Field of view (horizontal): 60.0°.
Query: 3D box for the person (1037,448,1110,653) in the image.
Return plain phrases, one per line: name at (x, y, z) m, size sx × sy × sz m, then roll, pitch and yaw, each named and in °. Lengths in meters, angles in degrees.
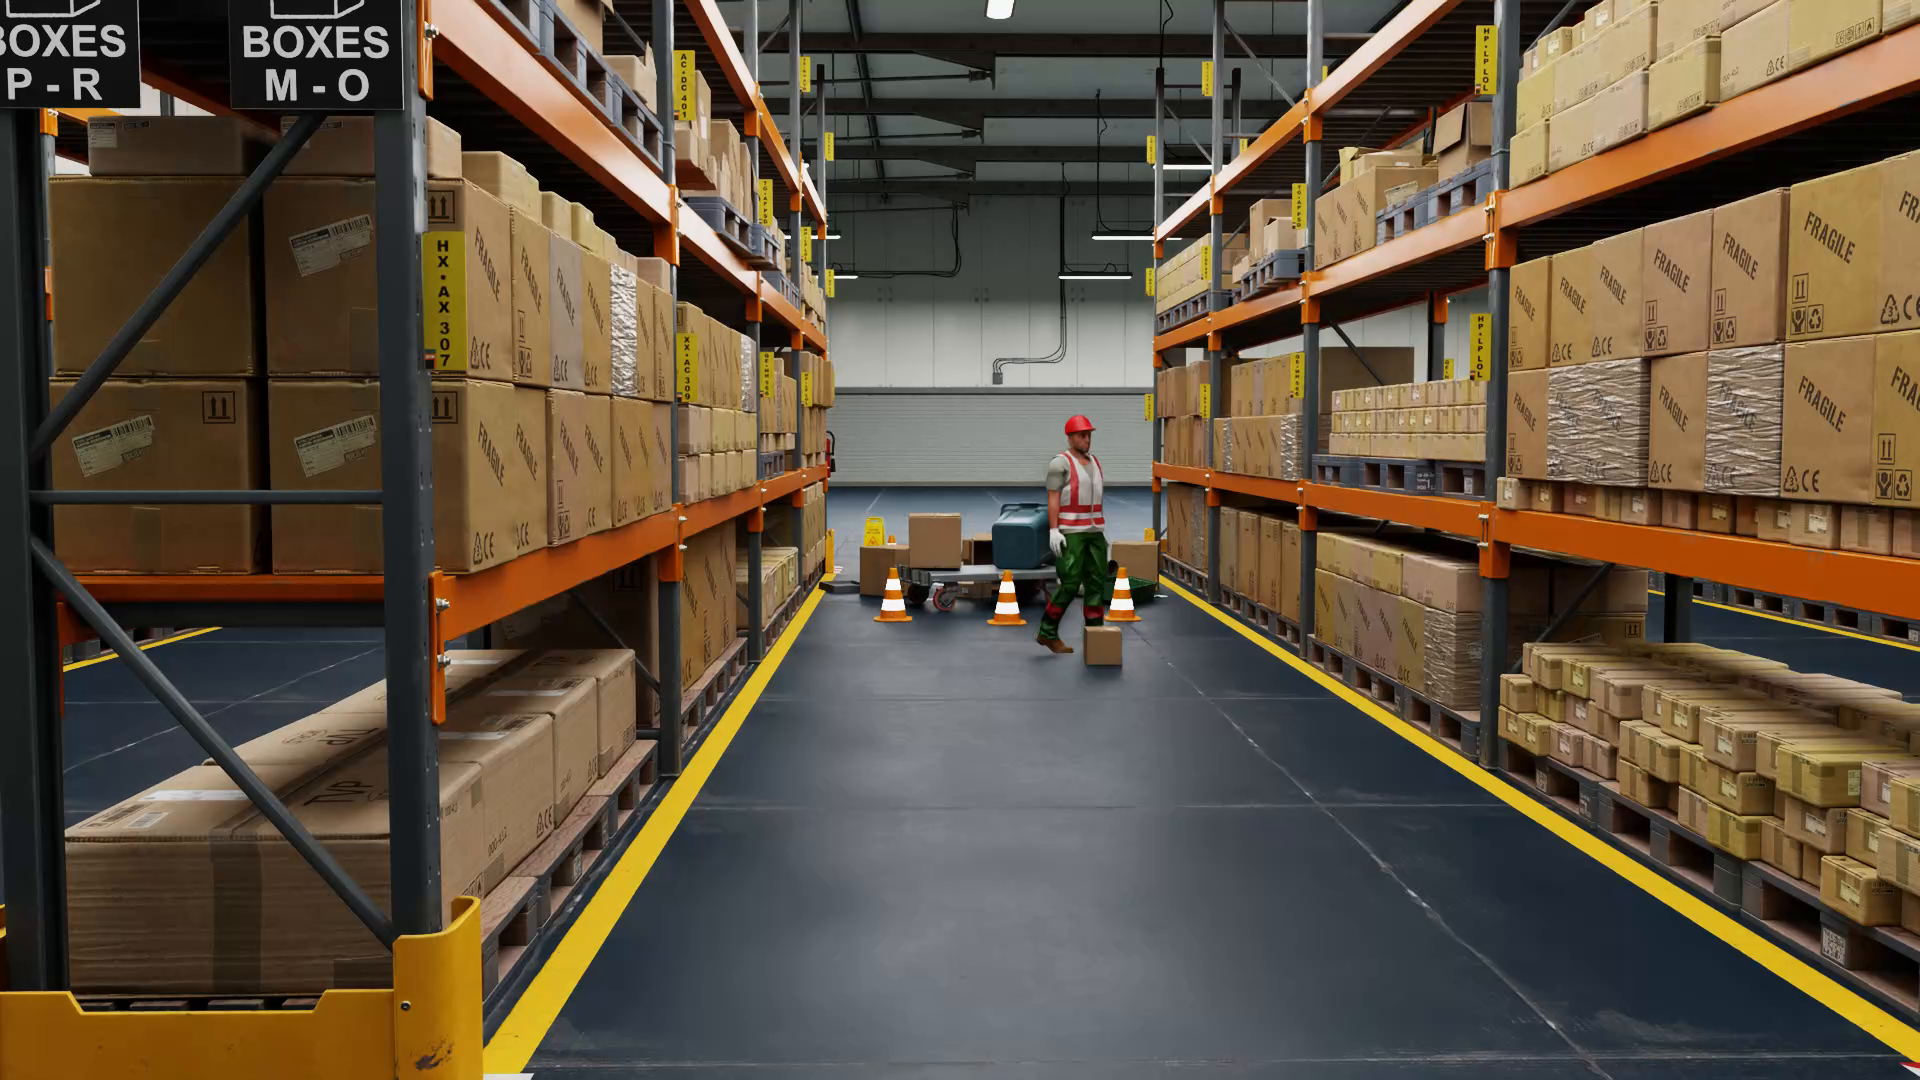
person at (0.901, 0.085, 12.470) m, size 0.572 × 1.547 × 0.572 m, roll -3°, pitch 5°, yaw -38°
